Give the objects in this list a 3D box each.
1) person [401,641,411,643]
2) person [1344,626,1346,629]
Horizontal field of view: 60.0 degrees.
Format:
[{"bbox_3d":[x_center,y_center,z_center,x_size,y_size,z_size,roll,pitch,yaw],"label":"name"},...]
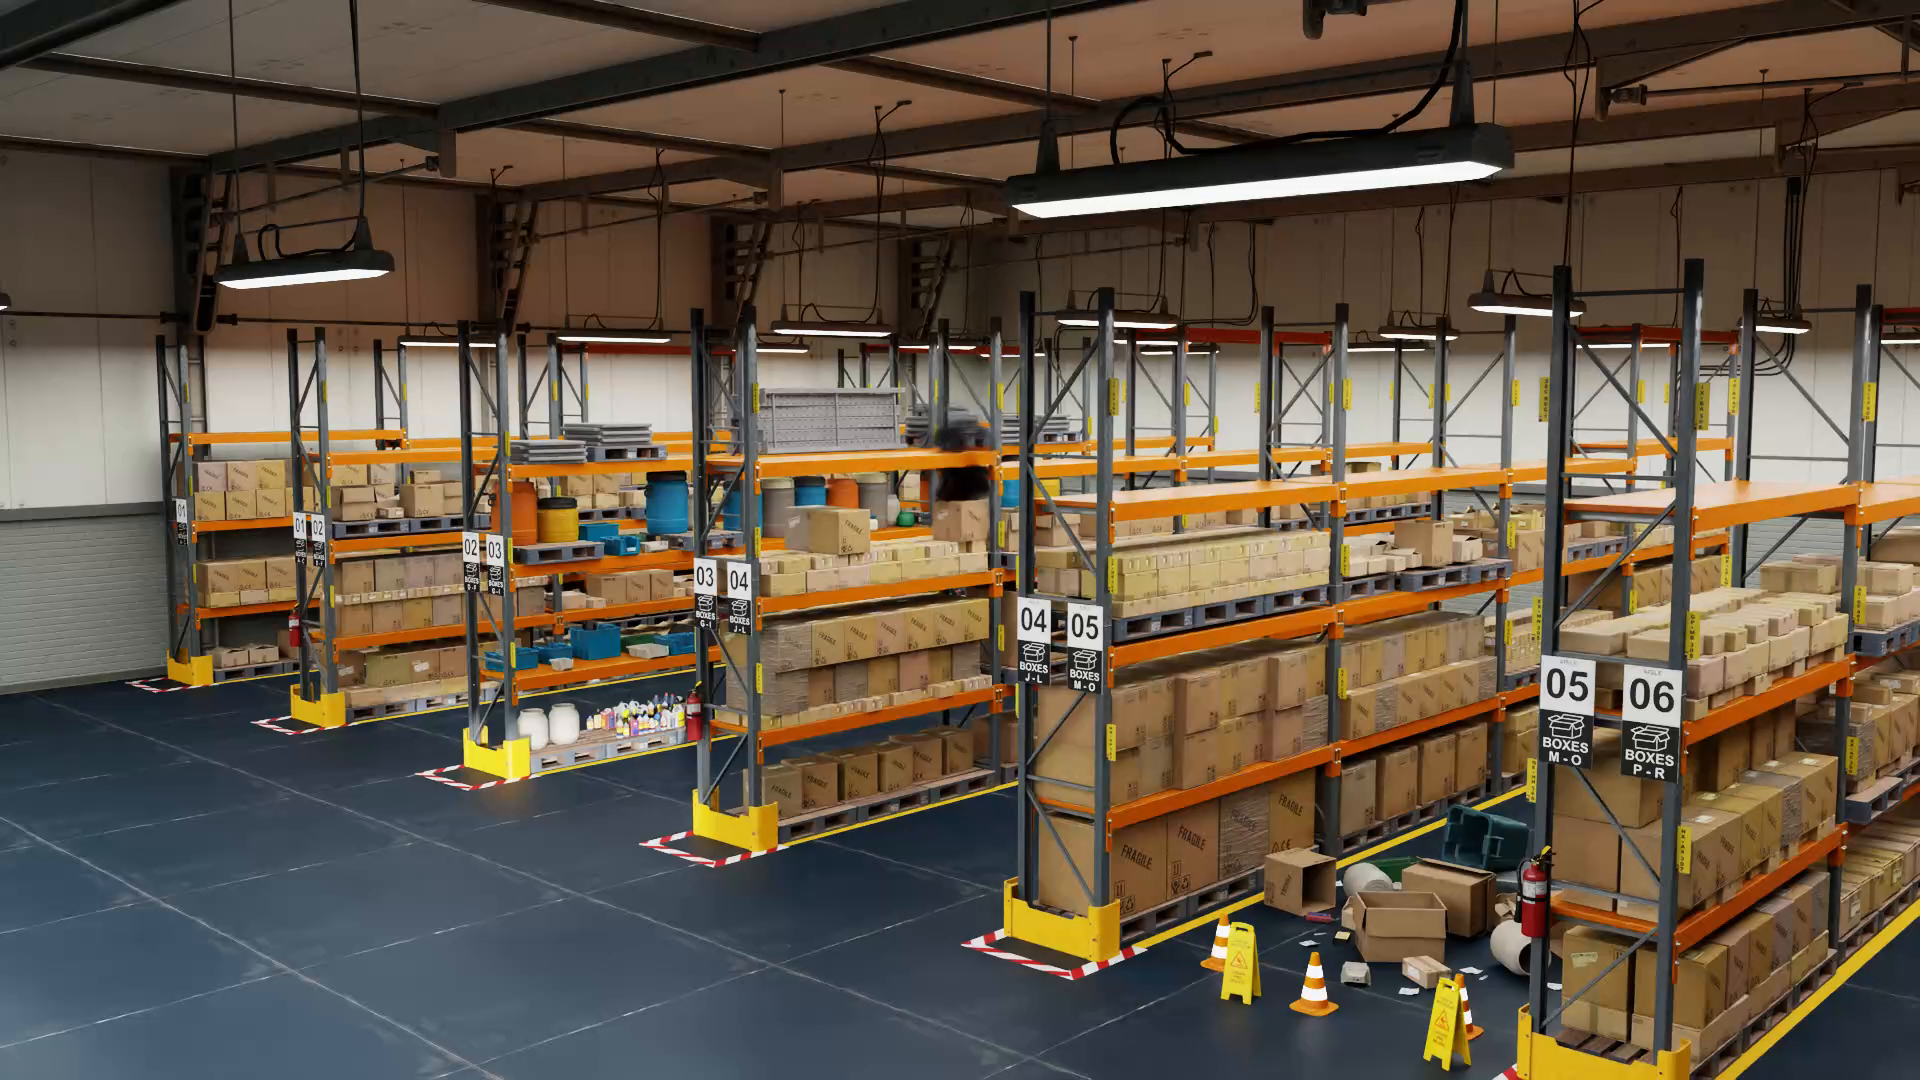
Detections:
[{"bbox_3d":[-9.436,1.639,28.305,0.570,1.719,0.850,5,7,42],"label":"person"},{"bbox_3d":[5.521,2.029,24.642,0.608,1.656,0.540,3,6,33],"label":"person"}]
